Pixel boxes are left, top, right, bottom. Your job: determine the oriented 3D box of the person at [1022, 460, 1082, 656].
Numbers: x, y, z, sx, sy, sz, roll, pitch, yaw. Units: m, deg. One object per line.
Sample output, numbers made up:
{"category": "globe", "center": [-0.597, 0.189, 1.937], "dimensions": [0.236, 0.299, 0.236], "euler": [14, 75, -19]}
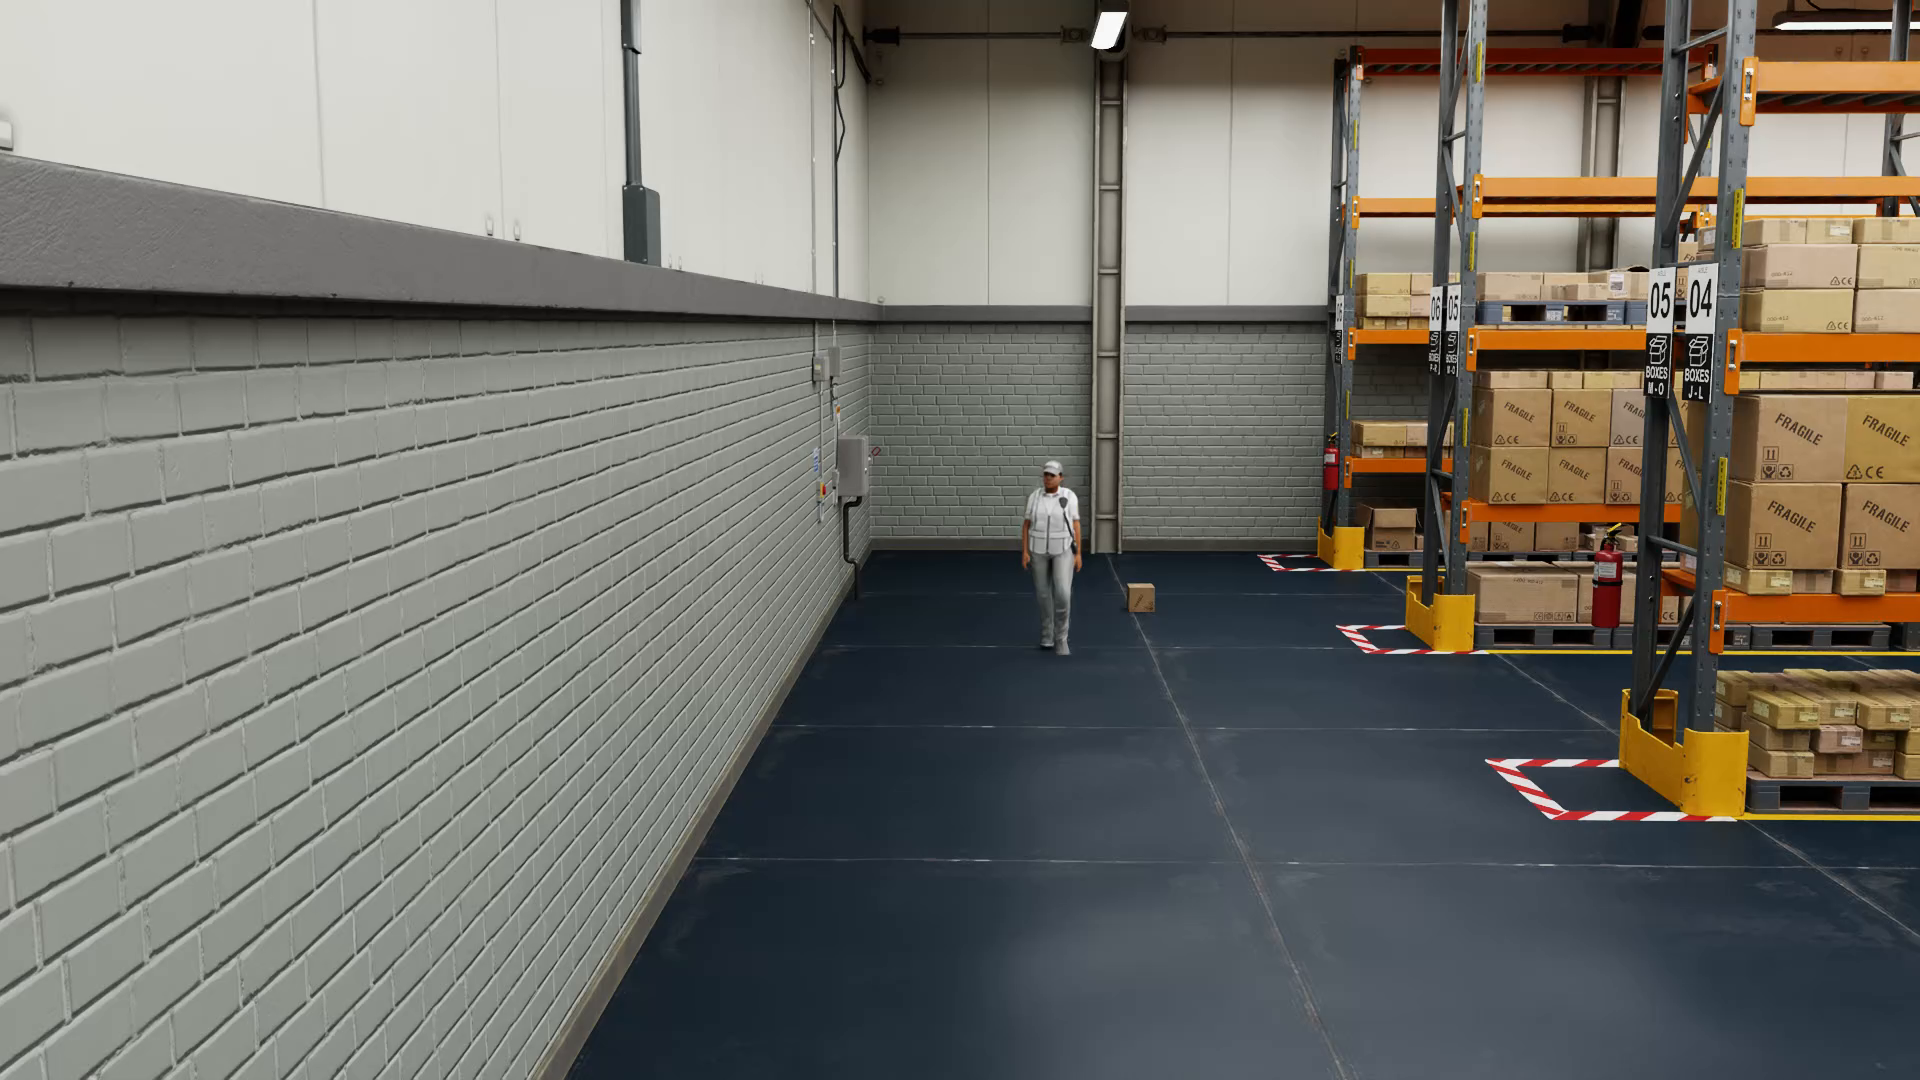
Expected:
{"category": "person", "center": [0.797, 0.170, 14.587], "dimensions": [0.513, 1.738, 0.510], "euler": [2, 8, 15]}
